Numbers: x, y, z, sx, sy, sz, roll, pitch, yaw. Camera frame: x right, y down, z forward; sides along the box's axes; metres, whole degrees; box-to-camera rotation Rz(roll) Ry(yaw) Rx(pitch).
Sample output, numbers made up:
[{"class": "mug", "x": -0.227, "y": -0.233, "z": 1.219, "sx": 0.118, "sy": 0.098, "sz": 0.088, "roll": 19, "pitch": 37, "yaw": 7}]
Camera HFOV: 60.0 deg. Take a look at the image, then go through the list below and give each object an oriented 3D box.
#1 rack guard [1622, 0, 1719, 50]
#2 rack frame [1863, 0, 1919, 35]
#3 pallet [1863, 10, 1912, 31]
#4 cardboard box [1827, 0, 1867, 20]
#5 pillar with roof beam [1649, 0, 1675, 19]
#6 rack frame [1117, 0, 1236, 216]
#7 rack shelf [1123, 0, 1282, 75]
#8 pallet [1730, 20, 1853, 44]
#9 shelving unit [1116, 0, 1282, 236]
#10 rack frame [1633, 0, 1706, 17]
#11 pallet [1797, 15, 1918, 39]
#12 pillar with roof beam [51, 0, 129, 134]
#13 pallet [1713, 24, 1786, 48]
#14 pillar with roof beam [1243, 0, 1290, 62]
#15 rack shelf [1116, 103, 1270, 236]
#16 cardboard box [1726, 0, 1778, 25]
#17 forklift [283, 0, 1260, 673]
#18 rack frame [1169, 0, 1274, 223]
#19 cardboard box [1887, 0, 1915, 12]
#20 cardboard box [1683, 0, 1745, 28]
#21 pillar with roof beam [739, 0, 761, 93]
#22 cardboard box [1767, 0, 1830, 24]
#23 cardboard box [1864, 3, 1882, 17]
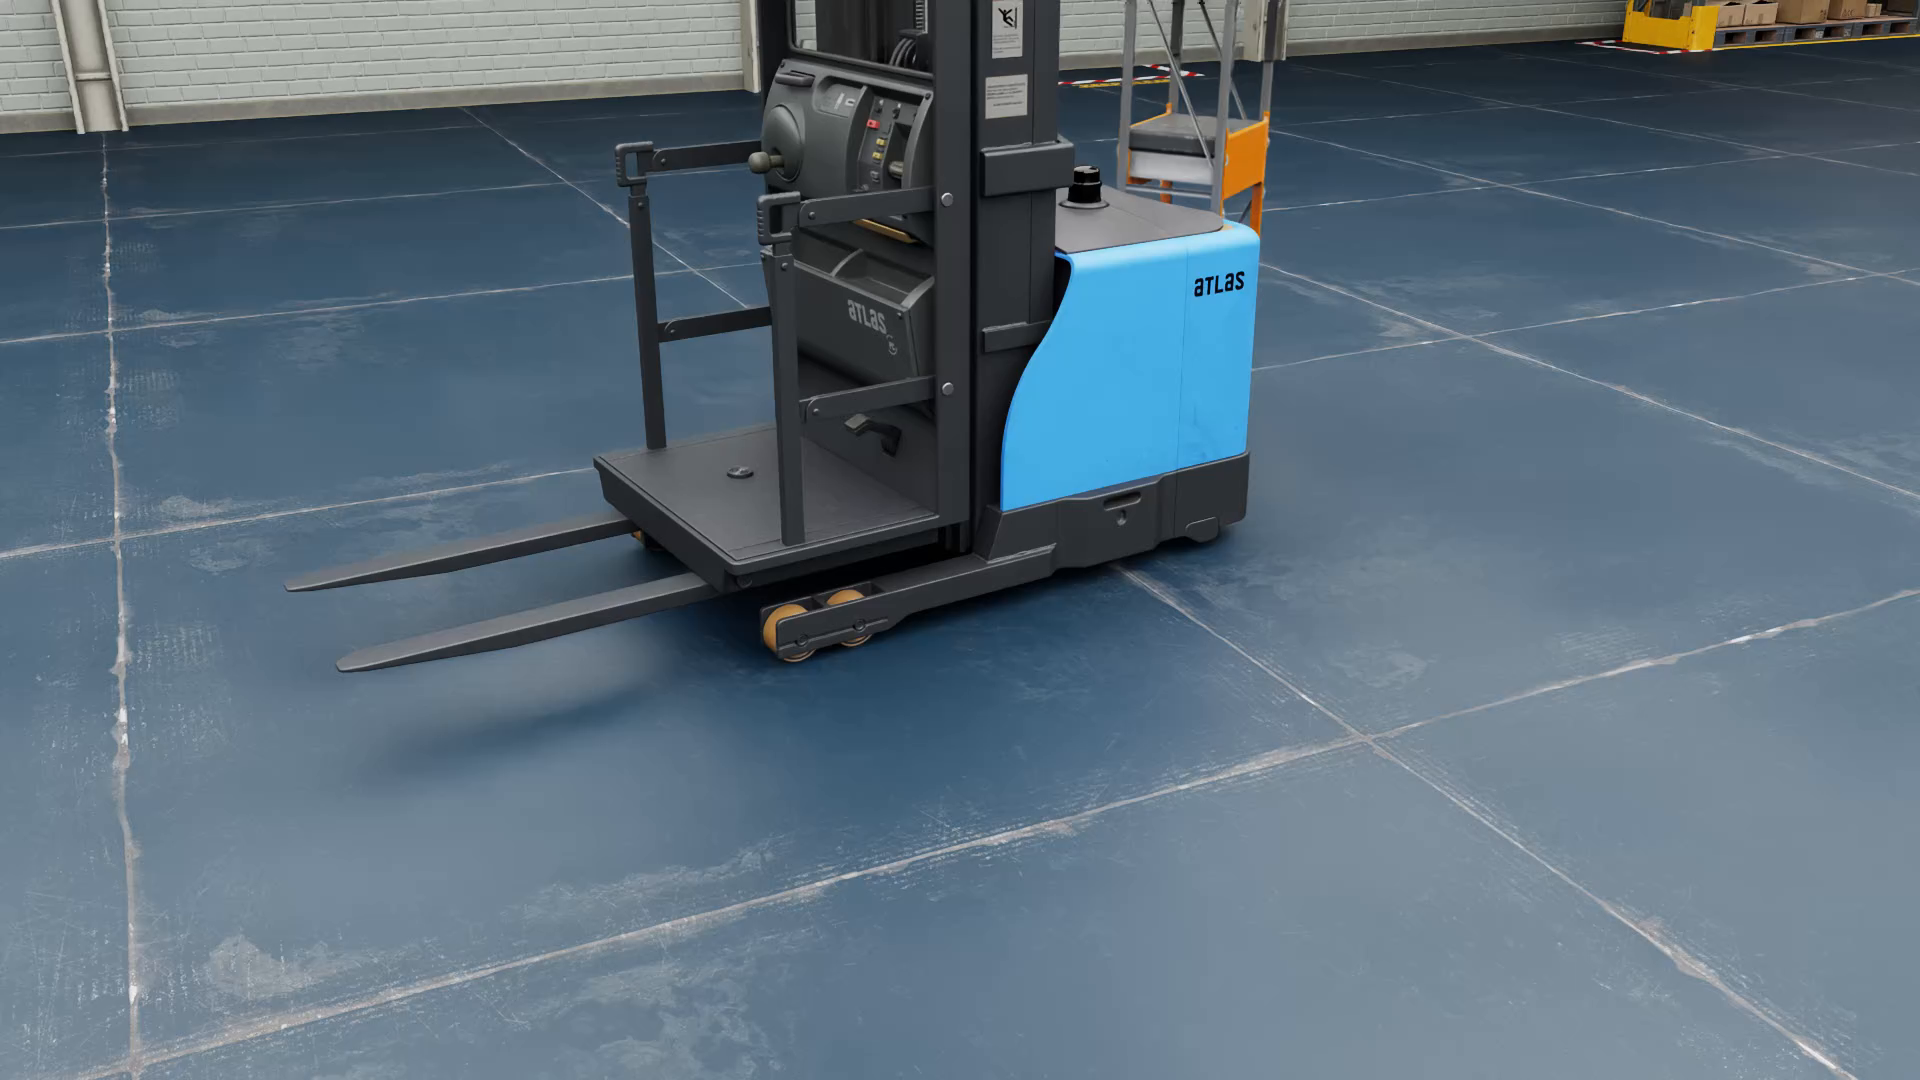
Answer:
[{"class": "rack guard", "x": 8.698, "y": -6.328, "z": 20.384, "sx": 0.348, "sy": 0.500, "sz": 1.175, "roll": -10, "pitch": 25, "yaw": -24}, {"class": "rack frame", "x": 12.234, "y": -8.134, "z": 21.478, "sx": 0.127, "sy": 3.000, "sz": 1.000, "roll": -10, "pitch": 25, "yaw": -24}, {"class": "pallet", "x": 12.935, "y": -6.975, "z": 22.325, "sx": 1.213, "sy": 0.211, "sz": 1.003, "roll": -10, "pitch": 25, "yaw": -24}, {"class": "cardboard box", "x": 11.316, "y": -6.996, "z": 21.423, "sx": 0.500, "sy": 0.500, "sz": 0.500, "roll": -12, "pitch": 26, "yaw": -28}, {"class": "pillar with roof beam", "x": 10.752, "y": -9.173, "z": 16.144, "sx": 0.400, "sy": 9.000, "sz": 9.100, "roll": -10, "pitch": 25, "yaw": -24}, {"class": "rack frame", "x": 0.757, "y": -1.262, "z": 6.036, "sx": 0.400, "sy": 2.100, "sz": 0.015, "roll": 12, "pitch": 25, "yaw": 25}, {"class": "rack shelf", "x": 0.880, "y": -1.977, "z": 5.973, "sx": 0.431, "sy": 0.518, "sz": 0.480, "roll": 12, "pitch": 25, "yaw": 25}, {"class": "pallet", "x": 10.543, "y": -6.518, "z": 21.220, "sx": 1.213, "sy": 0.211, "sz": 1.003, "roll": -10, "pitch": 25, "yaw": -24}, {"class": "shelving unit", "x": 0.870, "y": -1.343, "z": 6.237, "sx": 0.431, "sy": 2.100, "sz": 0.503, "roll": 12, "pitch": 25, "yaw": 25}, {"class": "rack frame", "x": 8.629, "y": -7.470, "z": 19.875, "sx": 0.127, "sy": 3.000, "sz": 1.000, "roll": -10, "pitch": 25, "yaw": -24}, {"class": "pallet", "x": 11.644, "y": -6.722, "z": 21.713, "sx": 1.213, "sy": 0.211, "sz": 1.003, "roll": -10, "pitch": 25, "yaw": -24}, {"class": "pillar with roof beam", "x": -5.467, "y": -6.187, "z": 8.931, "sx": 0.400, "sy": 9.000, "sz": 9.100, "roll": -10, "pitch": 25, "yaw": -24}, {"class": "pallet", "x": 9.445, "y": -6.317, "z": 20.735, "sx": 1.213, "sy": 0.211, "sz": 1.003, "roll": -10, "pitch": 25, "yaw": -24}, {"class": "pillar with roof beam", "x": 5.346, "y": -8.178, "z": 13.740, "sx": 0.400, "sy": 9.000, "sz": 9.100, "roll": -10, "pitch": 25, "yaw": -24}, {"class": "rack shelf", "x": 0.869, "y": -1.331, "z": 6.242, "sx": 0.431, "sy": 0.518, "sz": 0.480, "roll": 12, "pitch": 25, "yaw": 25}, {"class": "cardboard box", "x": 9.806, "y": -6.610, "z": 20.736, "sx": 0.500, "sy": 0.311, "sz": 0.500, "roll": -8, "pitch": 24, "yaw": -19}, {"class": "forklift", "x": -0.524, "y": -1.226, "z": 4.879, "sx": 3.031, "sy": 2.935, "sz": 1.130, "roll": -14, "pitch": 26, "yaw": -30}, {"class": "rack frame", "x": 0.982, "y": -1.425, "z": 6.438, "sx": 0.400, "sy": 2.100, "sz": 0.015, "roll": 12, "pitch": 25, "yaw": 25}, {"class": "cardboard box", "x": 12.890, "y": -7.310, "z": 22.181, "sx": 0.500, "sy": 0.500, "sz": 0.700, "roll": -10, "pitch": 24, "yaw": -22}, {"class": "cardboard box", "x": 9.292, "y": -6.515, "z": 20.508, "sx": 0.500, "sy": 0.311, "sz": 0.500, "roll": -14, "pitch": 26, "yaw": -30}, {"class": "pillar with roof beam", "x": -0.061, "y": -7.182, "z": 11.336, "sx": 0.400, "sy": 9.000, "sz": 9.100, "roll": -10, "pitch": 25, "yaw": -24}, {"class": "cardboard box", "x": 10.488, "y": -6.802, "z": 20.952, "sx": 0.500, "sy": 0.500, "sz": 0.700, "roll": -12, "pitch": 25, "yaw": -27}, {"class": "cardboard box", "x": 11.765, "y": -6.929, "z": 21.697, "sx": 0.250, "sy": 0.166, "sz": 0.380, "roll": -14, "pitch": 26, "yaw": -30}]
